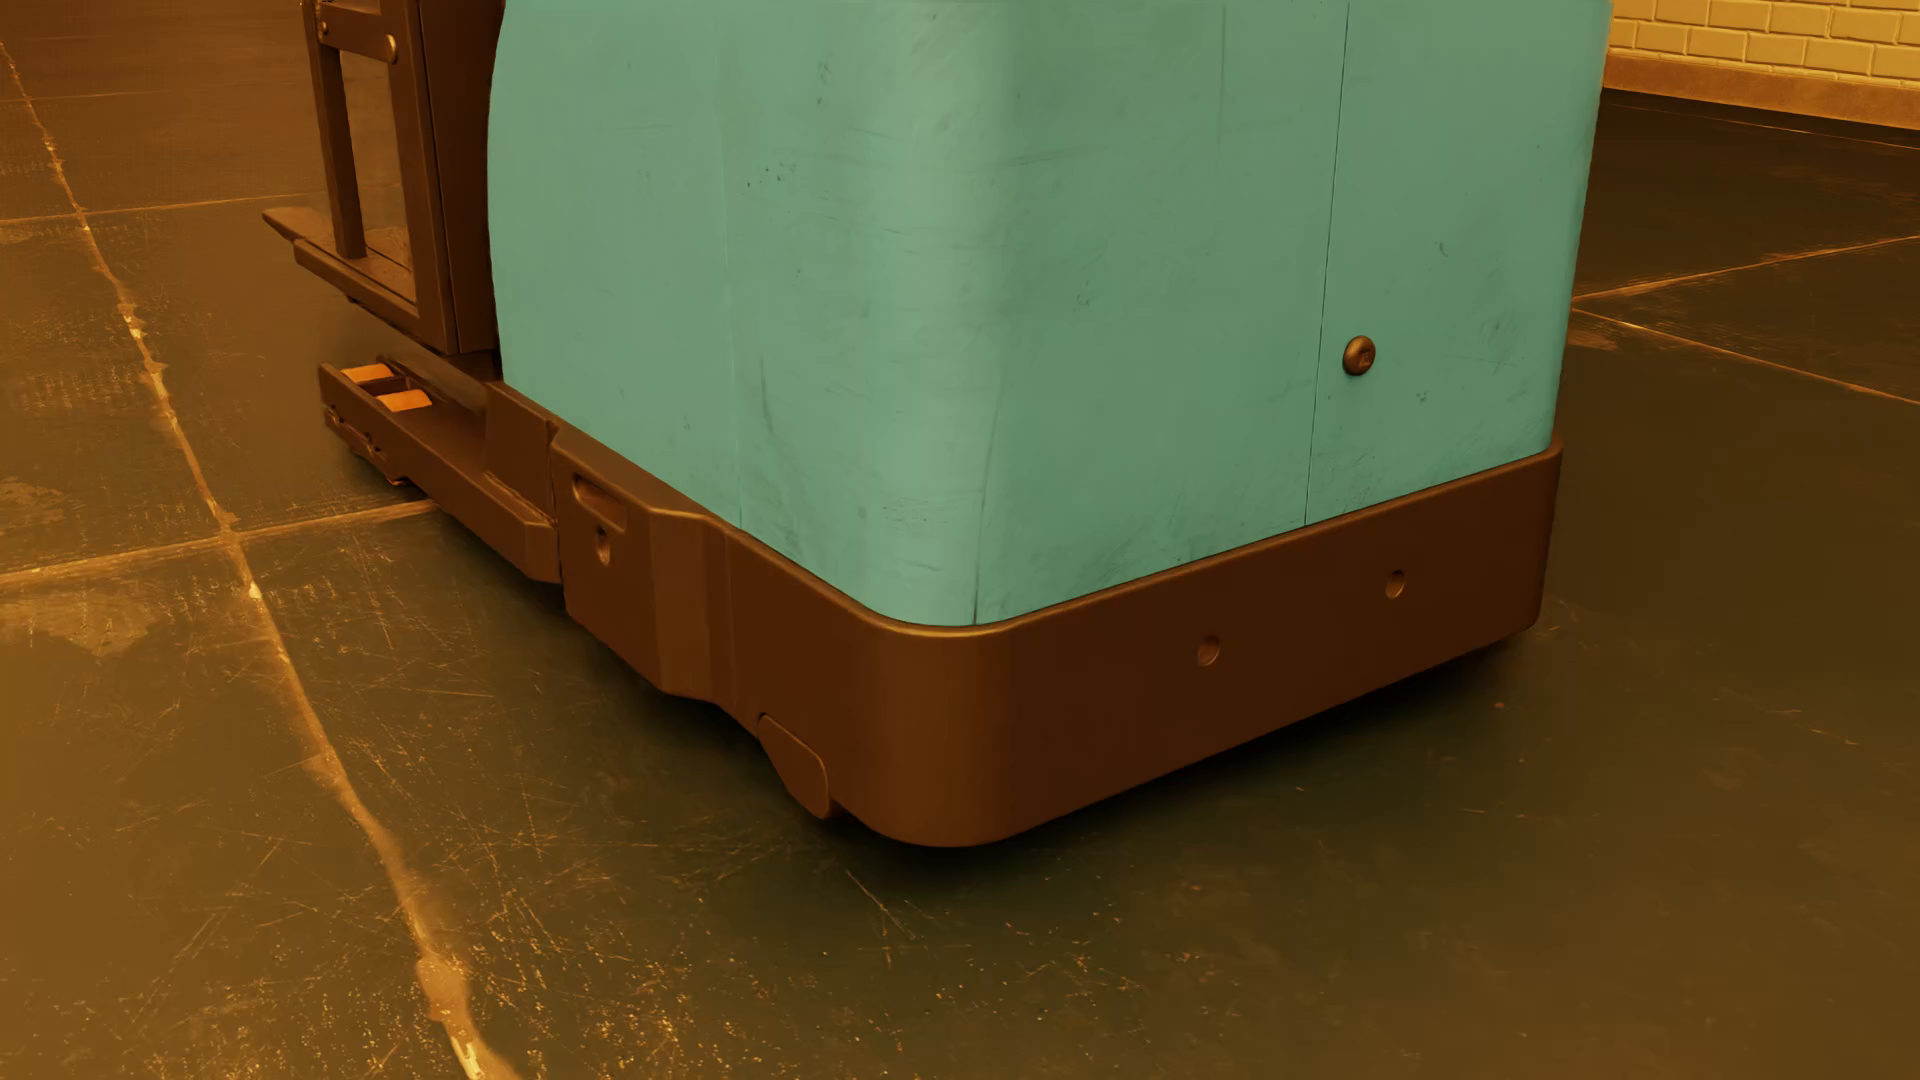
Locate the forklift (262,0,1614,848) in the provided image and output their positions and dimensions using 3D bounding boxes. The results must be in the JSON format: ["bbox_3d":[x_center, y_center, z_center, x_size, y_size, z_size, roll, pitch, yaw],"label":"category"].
[{"bbox_3d":[-0.498,-1.543,2.534,1.130,2.935,3.031,-15,27,-33],"label":"forklift"}]
